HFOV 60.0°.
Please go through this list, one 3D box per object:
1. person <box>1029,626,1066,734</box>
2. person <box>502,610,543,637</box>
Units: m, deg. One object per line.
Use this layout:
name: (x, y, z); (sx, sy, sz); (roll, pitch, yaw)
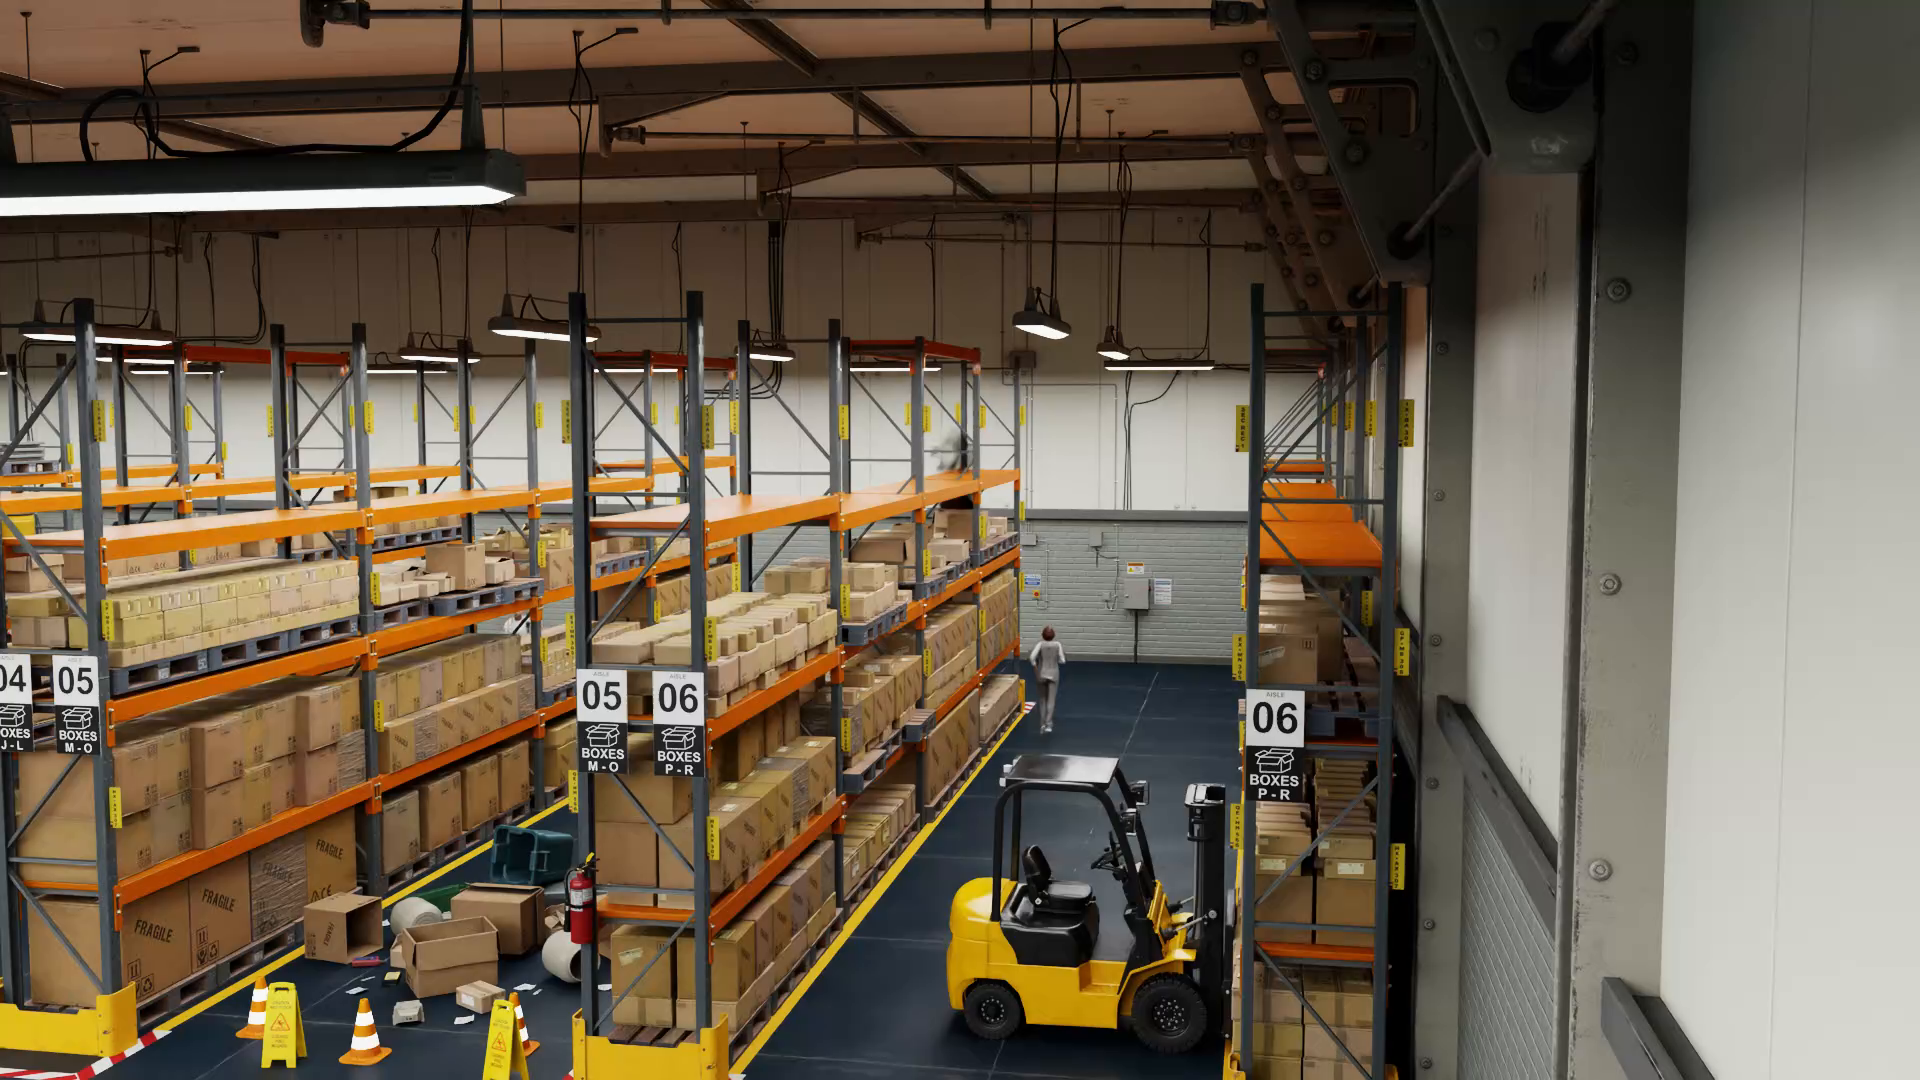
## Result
person: (1.306, 2.101, 24.657); (0.522, 1.675, 0.674); (1, 5, 8)
person: (-7.651, 1.957, 29.163); (0.729, 1.778, 0.780); (0, 5, 4)
